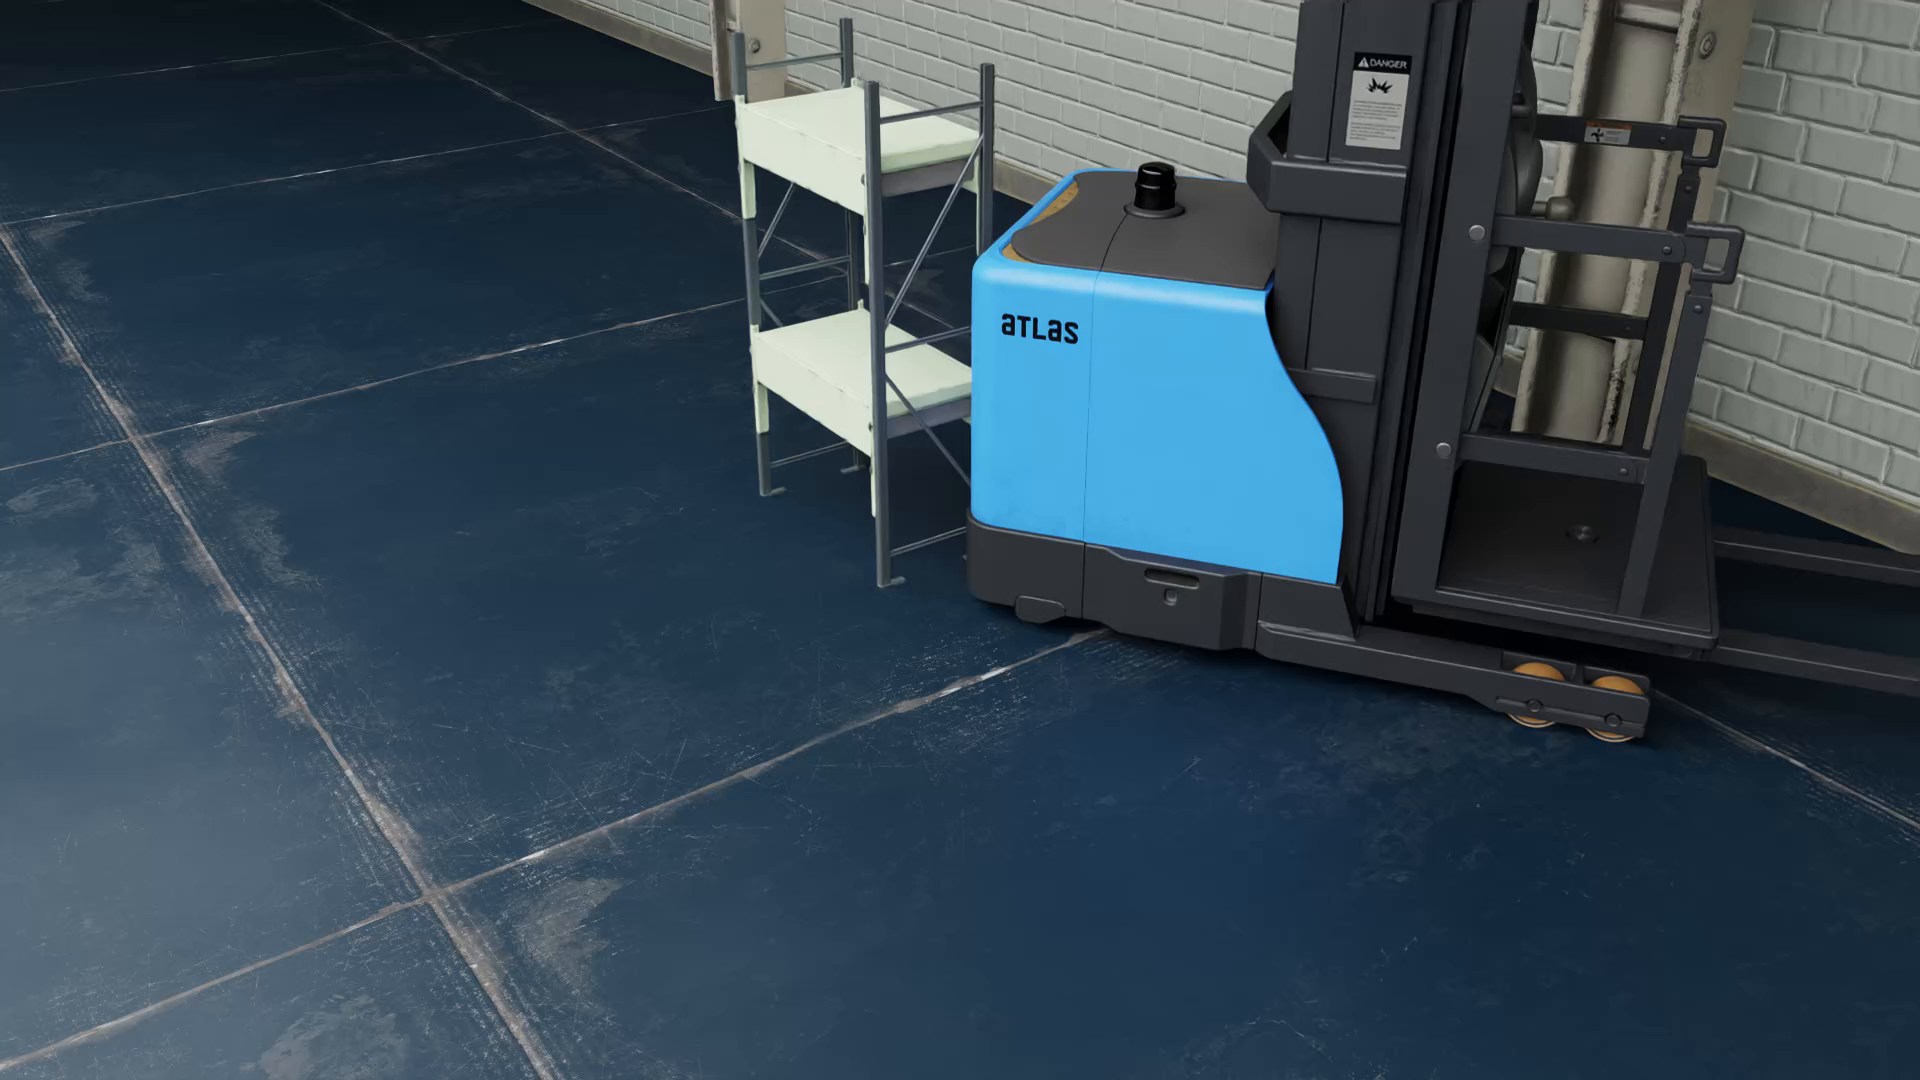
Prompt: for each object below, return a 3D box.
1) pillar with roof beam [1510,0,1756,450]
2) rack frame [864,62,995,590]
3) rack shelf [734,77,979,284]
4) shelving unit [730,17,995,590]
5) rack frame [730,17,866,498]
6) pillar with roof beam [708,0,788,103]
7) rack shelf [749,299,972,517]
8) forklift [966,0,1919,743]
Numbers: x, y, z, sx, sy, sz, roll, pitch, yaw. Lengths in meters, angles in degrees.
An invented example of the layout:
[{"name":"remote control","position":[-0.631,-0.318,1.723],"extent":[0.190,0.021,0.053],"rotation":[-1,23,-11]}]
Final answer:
[{"name":"pillar with roof beam","position":[-1.300,-3.113,1.553],"extent":[9.100,9.000,0.400],"rotation":[-19,34,-31]},{"name":"rack frame","position":[-0.078,-0.569,4.726],"extent":[0.400,1.500,0.023],"rotation":[-18,33,-30]},{"name":"rack shelf","position":[-0.286,-1.056,4.805],"extent":[0.431,0.370,0.720],"rotation":[-18,33,-30]},{"name":"shelving unit","position":[-0.286,-0.713,4.991],"extent":[0.431,1.500,0.755],"rotation":[-18,33,-30]},{"name":"rack frame","position":[-0.493,-0.856,5.255],"extent":[0.400,1.500,0.023],"rotation":[-18,33,-30]},{"name":"pillar with roof beam","position":[-4.780,-5.446,5.848],"extent":[9.100,9.000,0.400],"rotation":[-19,34,-31]},{"name":"rack shelf","position":[-0.286,-0.426,5.146],"extent":[0.431,0.370,0.720],"rotation":[-18,33,-30]},{"name":"forklift","position":[1.590,-1.053,4.118],"extent":[3.031,2.935,1.130],"rotation":[10,30,17]}]
